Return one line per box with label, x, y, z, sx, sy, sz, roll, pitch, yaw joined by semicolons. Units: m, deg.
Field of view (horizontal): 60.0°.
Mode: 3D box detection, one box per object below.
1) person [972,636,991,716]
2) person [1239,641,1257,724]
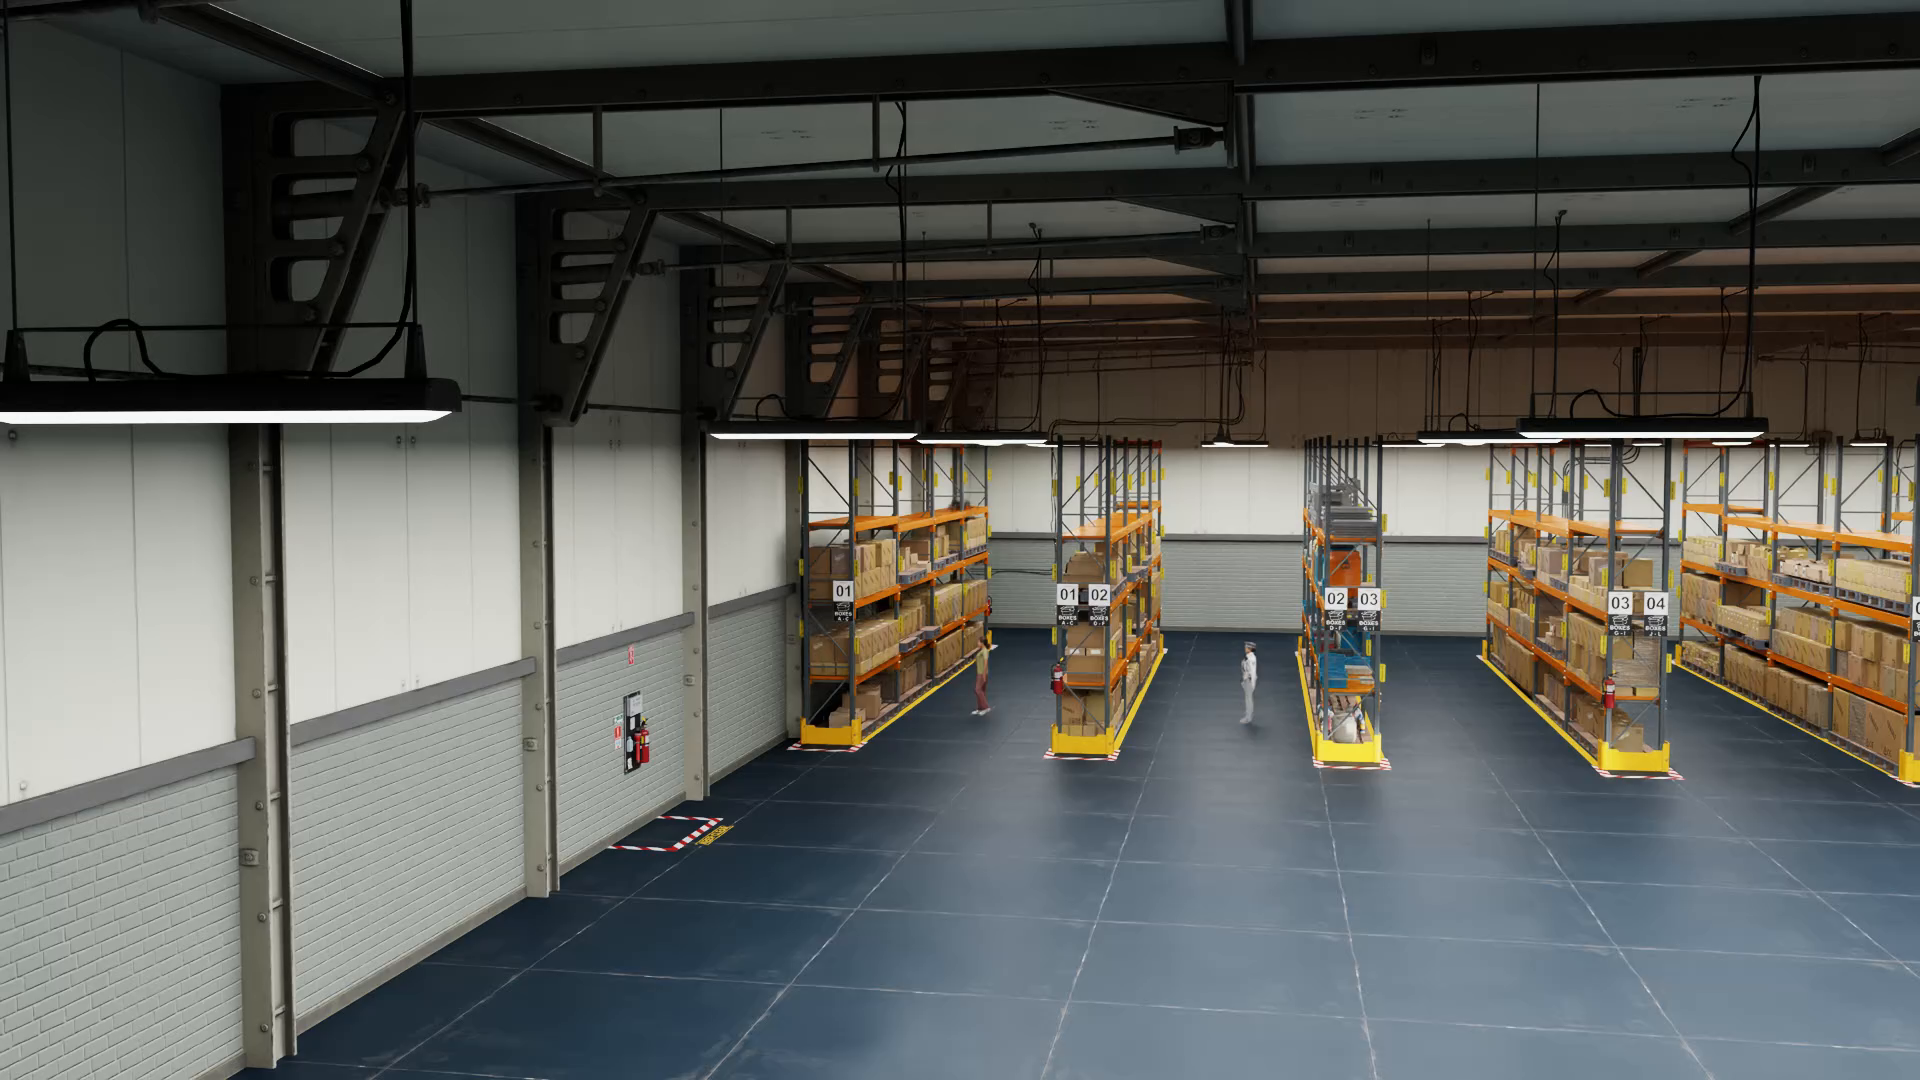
person;0.488;2.942;36.035;0.368;1.689;0.501;0;3;-2
person;6.052;2.988;35.019;0.419;1.696;0.600;0;3;1
